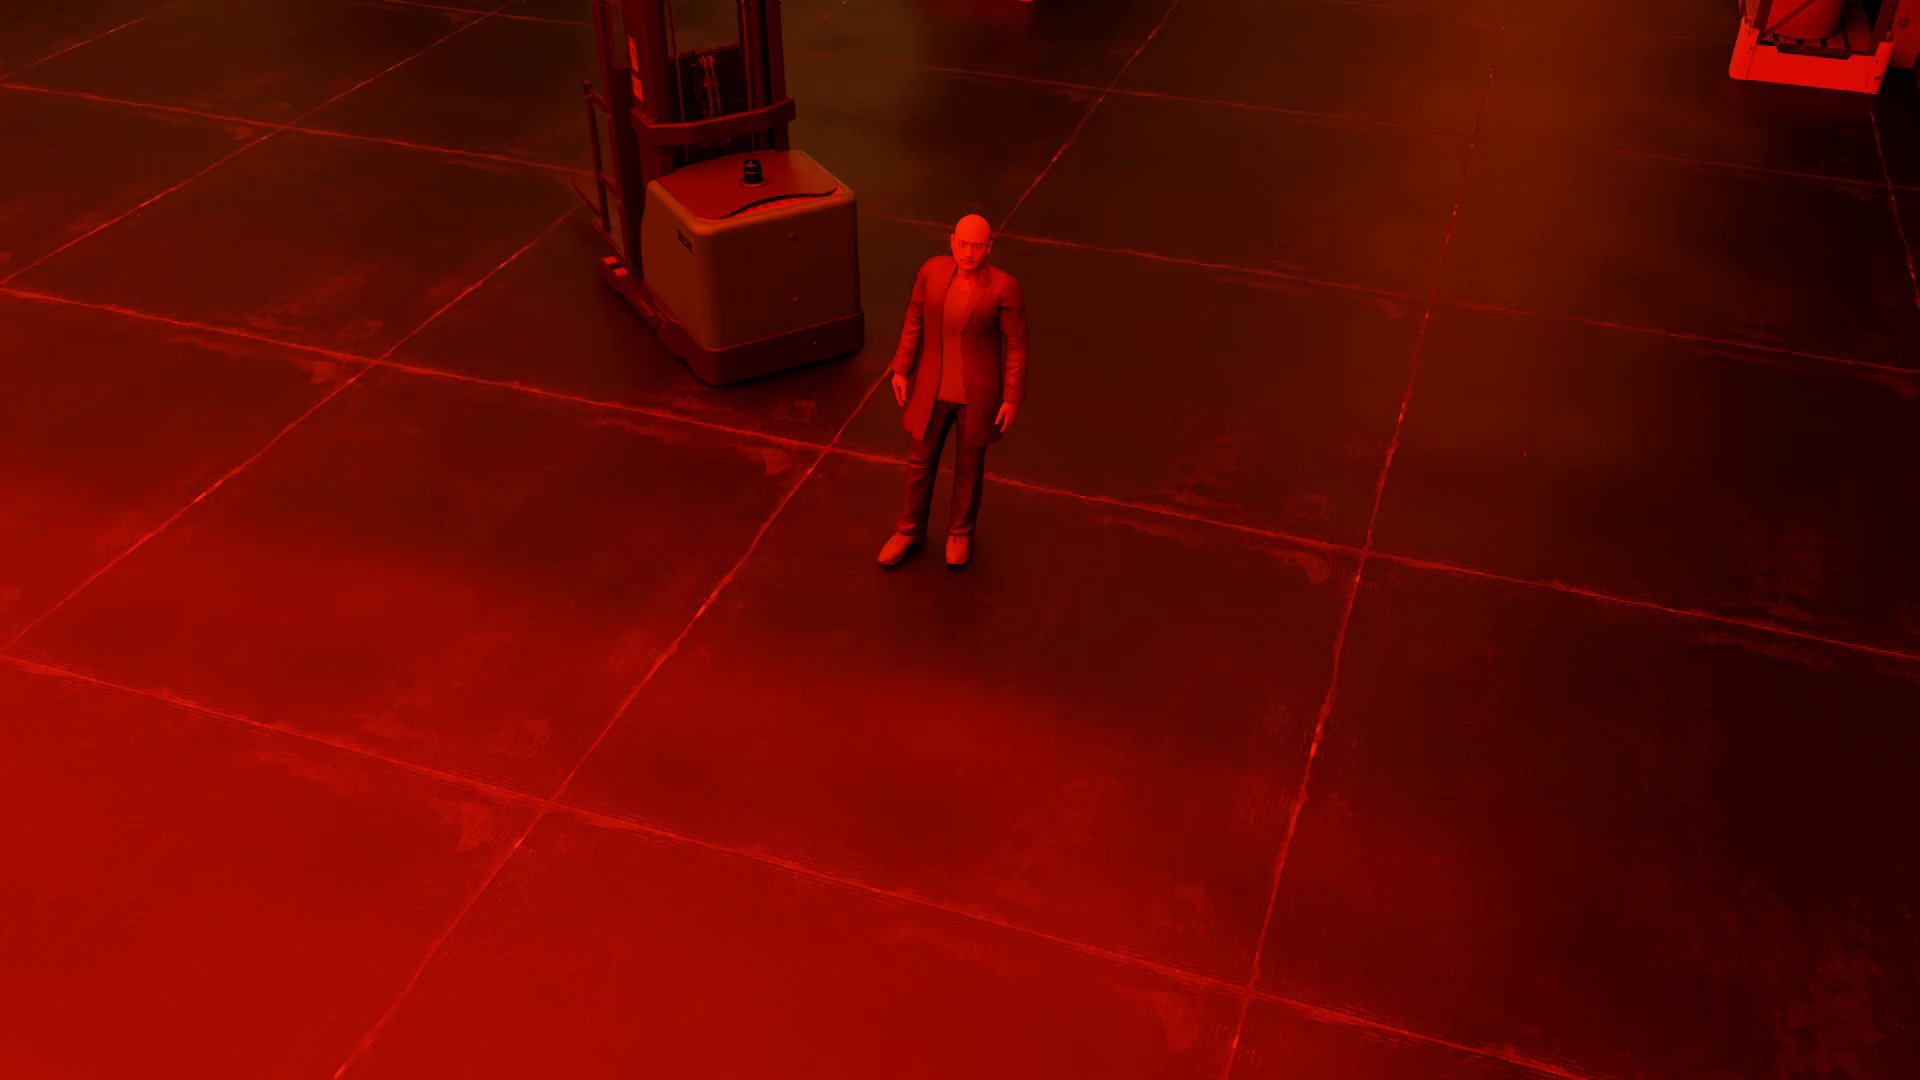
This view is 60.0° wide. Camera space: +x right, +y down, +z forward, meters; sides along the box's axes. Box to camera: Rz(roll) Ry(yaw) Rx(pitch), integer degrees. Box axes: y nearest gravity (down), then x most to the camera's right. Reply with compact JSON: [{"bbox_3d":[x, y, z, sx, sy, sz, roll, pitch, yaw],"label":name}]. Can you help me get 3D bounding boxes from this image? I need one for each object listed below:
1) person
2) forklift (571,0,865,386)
[{"bbox_3d":[-0.034,-0.682,8.057,0.696,1.778,0.579,12,37,16],"label":"person"},{"bbox_3d":[-1.749,-2.934,10.249,1.130,2.935,3.031,-18,39,-24],"label":"forklift"}]
